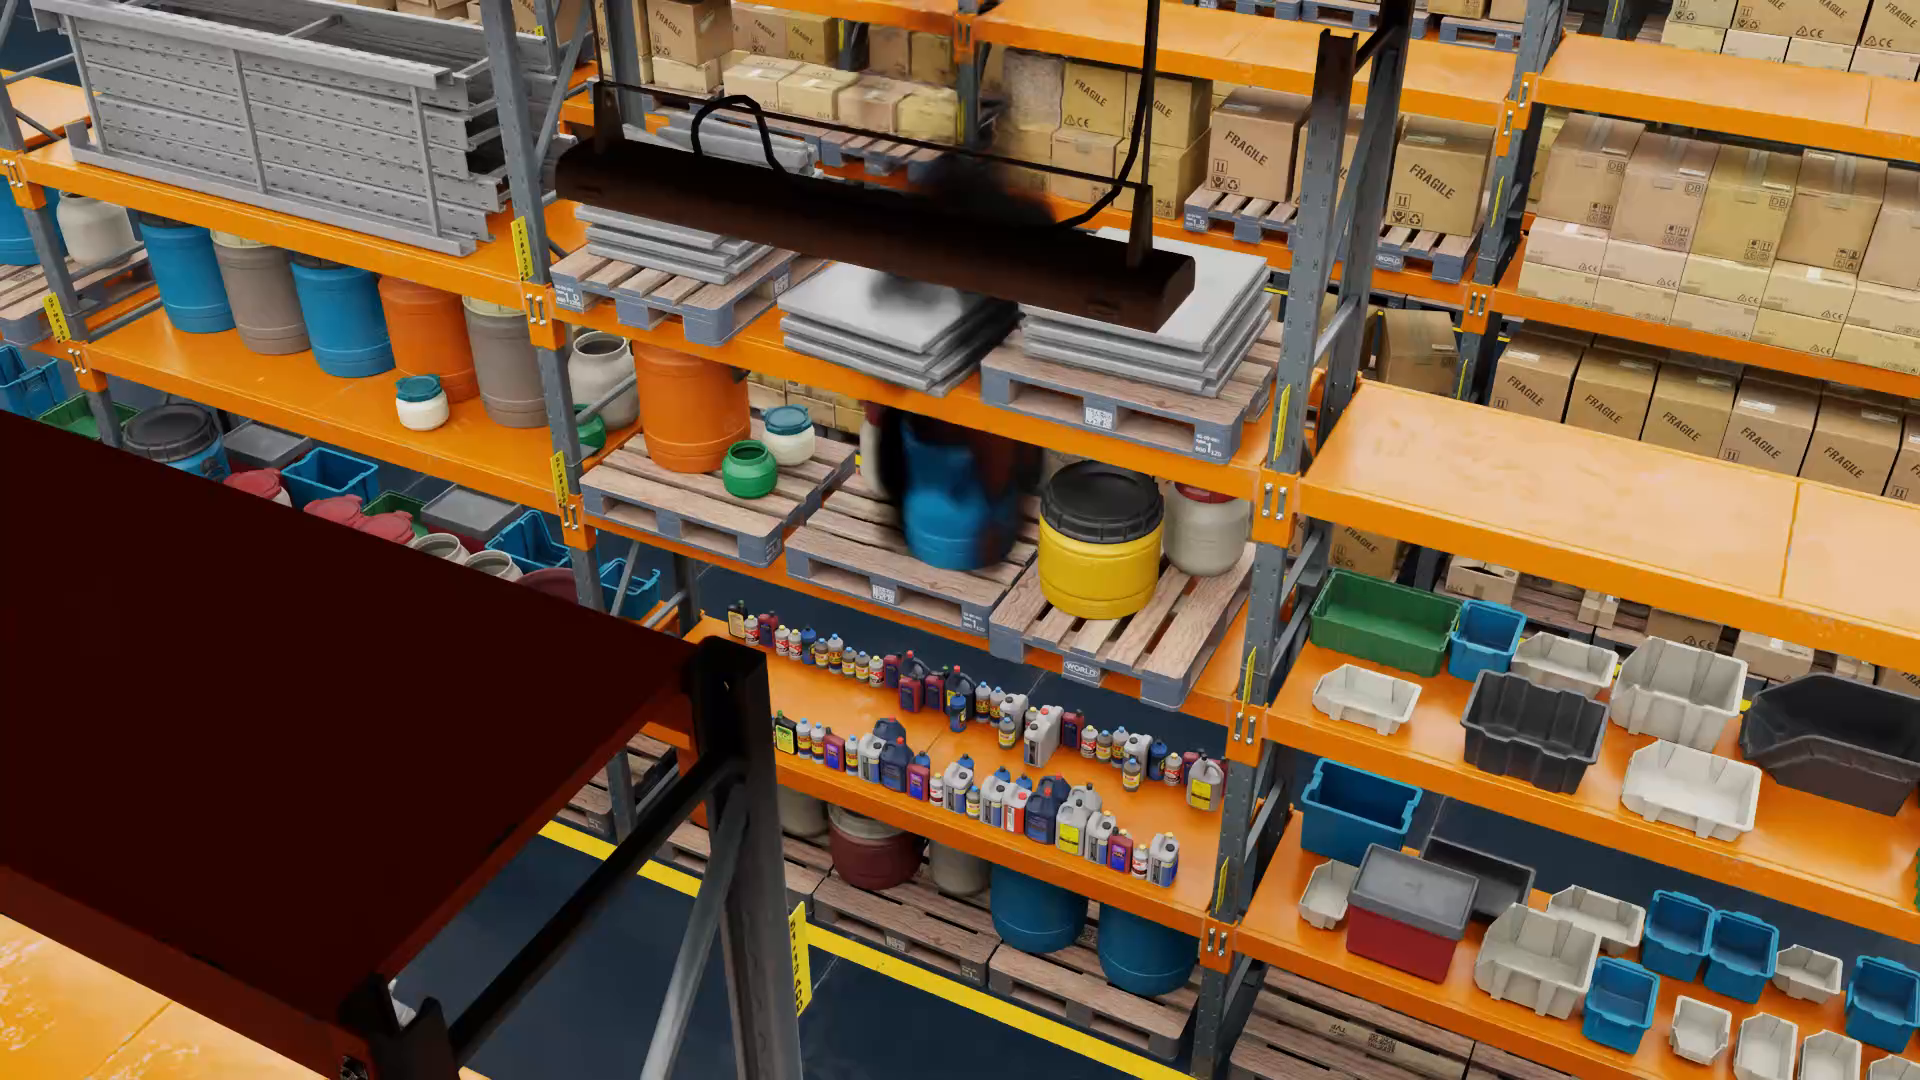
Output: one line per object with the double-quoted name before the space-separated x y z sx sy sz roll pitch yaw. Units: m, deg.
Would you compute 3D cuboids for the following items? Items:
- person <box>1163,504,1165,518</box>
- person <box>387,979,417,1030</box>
"person" 1.712 0.149 11.832 0.918 1.679 0.712 10 36 13
"person" -3.462 2.129 9.150 0.861 1.496 0.634 5 35 7
